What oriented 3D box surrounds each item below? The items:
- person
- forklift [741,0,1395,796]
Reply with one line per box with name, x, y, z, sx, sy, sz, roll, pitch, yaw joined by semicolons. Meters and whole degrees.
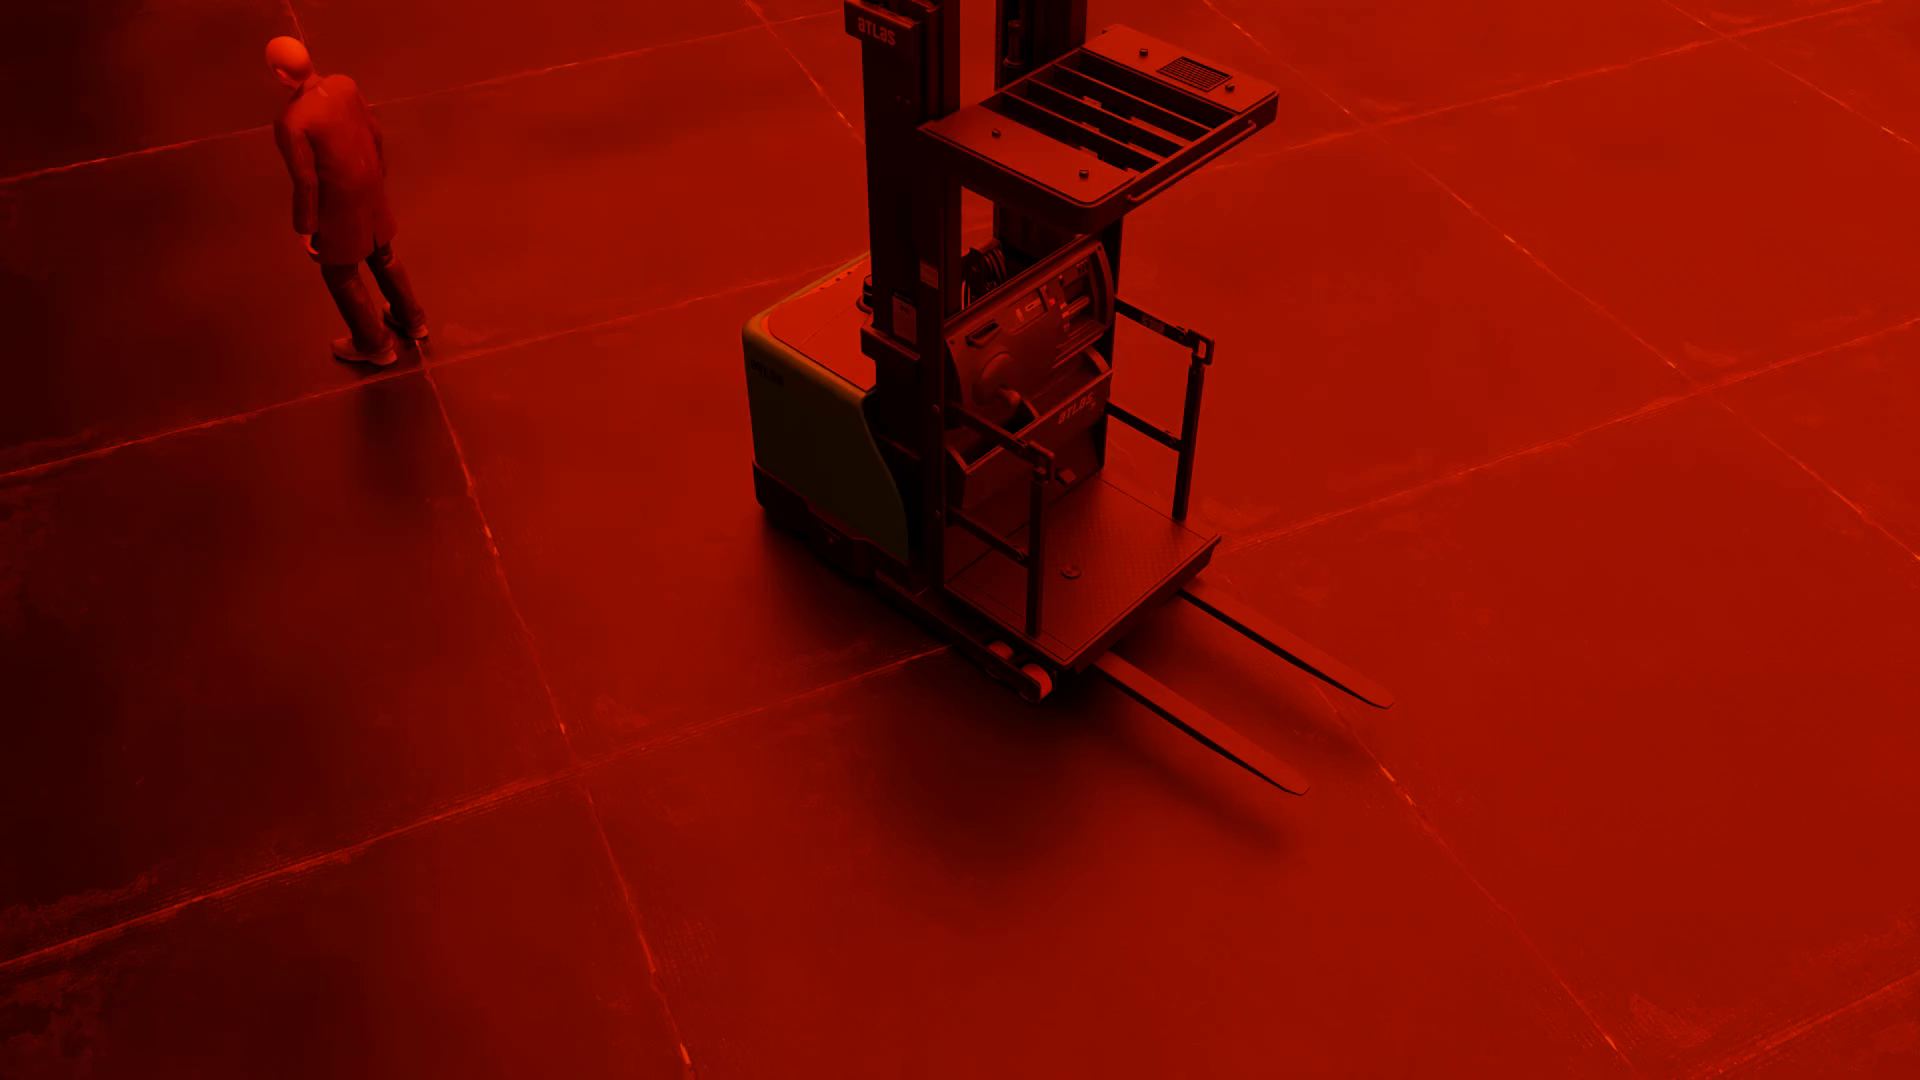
person;-3.119;-1.696;8.346;0.392;1.772;0.605;17;46;18
forklift;0.445;-0.765;6.547;3.031;2.867;1.129;32;52;30
